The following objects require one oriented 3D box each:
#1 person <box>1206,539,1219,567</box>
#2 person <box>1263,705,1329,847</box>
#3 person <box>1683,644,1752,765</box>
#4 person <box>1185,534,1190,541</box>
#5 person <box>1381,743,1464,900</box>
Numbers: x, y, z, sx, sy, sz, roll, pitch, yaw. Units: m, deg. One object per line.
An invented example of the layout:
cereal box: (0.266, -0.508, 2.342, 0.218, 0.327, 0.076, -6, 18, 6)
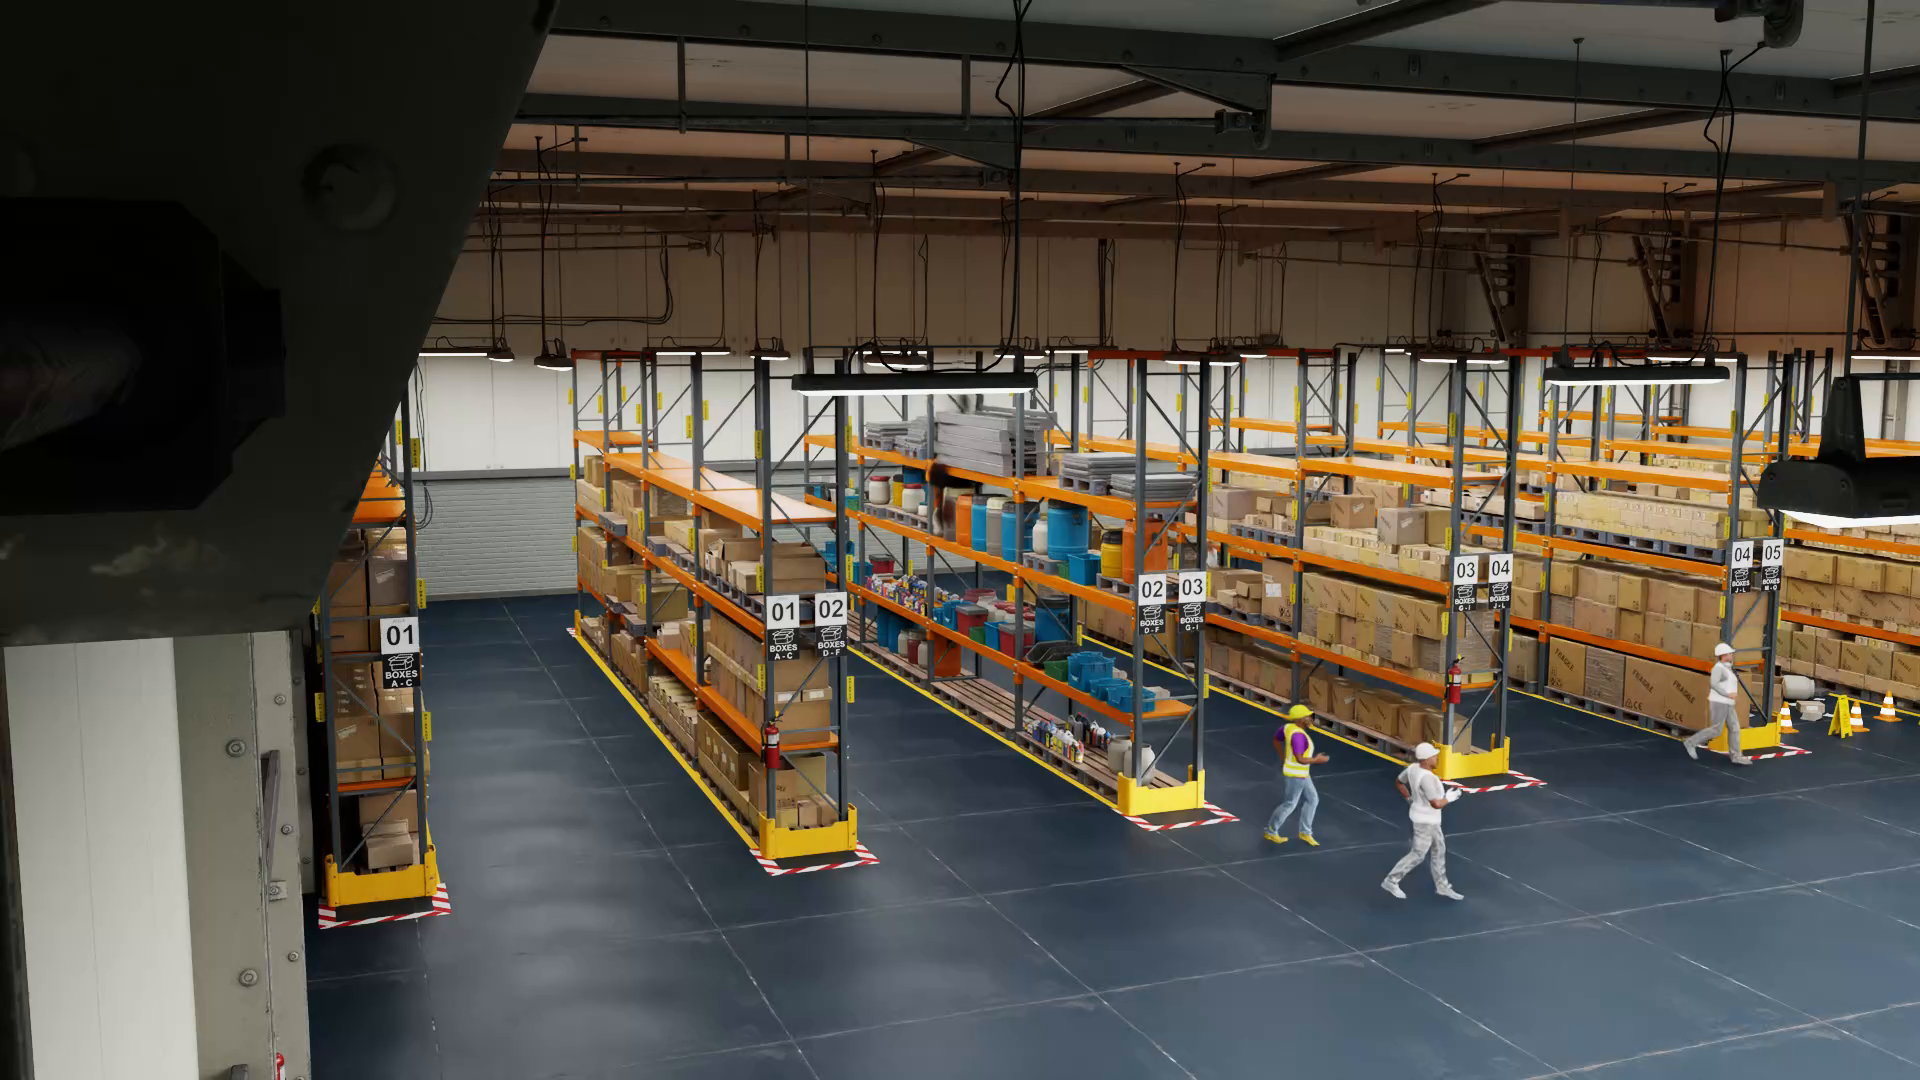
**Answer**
person: (5.585, 0.797, 37.279, 0.671, 1.776, 0.992, -3, 8, -22)
person: (4.141, 2.925, 20.476, 0.773, 1.822, 0.680, 1, 7, 11)
person: (11.289, 2.400, 24.615, 0.939, 1.744, 0.724, 4, 8, 32)
person: (5.117, 0.679, 38.469, 0.739, 1.794, 0.895, -2, 7, -14)
person: (5.161, 3.133, 18.462, 0.938, 1.800, 0.674, 1, 7, 5)
